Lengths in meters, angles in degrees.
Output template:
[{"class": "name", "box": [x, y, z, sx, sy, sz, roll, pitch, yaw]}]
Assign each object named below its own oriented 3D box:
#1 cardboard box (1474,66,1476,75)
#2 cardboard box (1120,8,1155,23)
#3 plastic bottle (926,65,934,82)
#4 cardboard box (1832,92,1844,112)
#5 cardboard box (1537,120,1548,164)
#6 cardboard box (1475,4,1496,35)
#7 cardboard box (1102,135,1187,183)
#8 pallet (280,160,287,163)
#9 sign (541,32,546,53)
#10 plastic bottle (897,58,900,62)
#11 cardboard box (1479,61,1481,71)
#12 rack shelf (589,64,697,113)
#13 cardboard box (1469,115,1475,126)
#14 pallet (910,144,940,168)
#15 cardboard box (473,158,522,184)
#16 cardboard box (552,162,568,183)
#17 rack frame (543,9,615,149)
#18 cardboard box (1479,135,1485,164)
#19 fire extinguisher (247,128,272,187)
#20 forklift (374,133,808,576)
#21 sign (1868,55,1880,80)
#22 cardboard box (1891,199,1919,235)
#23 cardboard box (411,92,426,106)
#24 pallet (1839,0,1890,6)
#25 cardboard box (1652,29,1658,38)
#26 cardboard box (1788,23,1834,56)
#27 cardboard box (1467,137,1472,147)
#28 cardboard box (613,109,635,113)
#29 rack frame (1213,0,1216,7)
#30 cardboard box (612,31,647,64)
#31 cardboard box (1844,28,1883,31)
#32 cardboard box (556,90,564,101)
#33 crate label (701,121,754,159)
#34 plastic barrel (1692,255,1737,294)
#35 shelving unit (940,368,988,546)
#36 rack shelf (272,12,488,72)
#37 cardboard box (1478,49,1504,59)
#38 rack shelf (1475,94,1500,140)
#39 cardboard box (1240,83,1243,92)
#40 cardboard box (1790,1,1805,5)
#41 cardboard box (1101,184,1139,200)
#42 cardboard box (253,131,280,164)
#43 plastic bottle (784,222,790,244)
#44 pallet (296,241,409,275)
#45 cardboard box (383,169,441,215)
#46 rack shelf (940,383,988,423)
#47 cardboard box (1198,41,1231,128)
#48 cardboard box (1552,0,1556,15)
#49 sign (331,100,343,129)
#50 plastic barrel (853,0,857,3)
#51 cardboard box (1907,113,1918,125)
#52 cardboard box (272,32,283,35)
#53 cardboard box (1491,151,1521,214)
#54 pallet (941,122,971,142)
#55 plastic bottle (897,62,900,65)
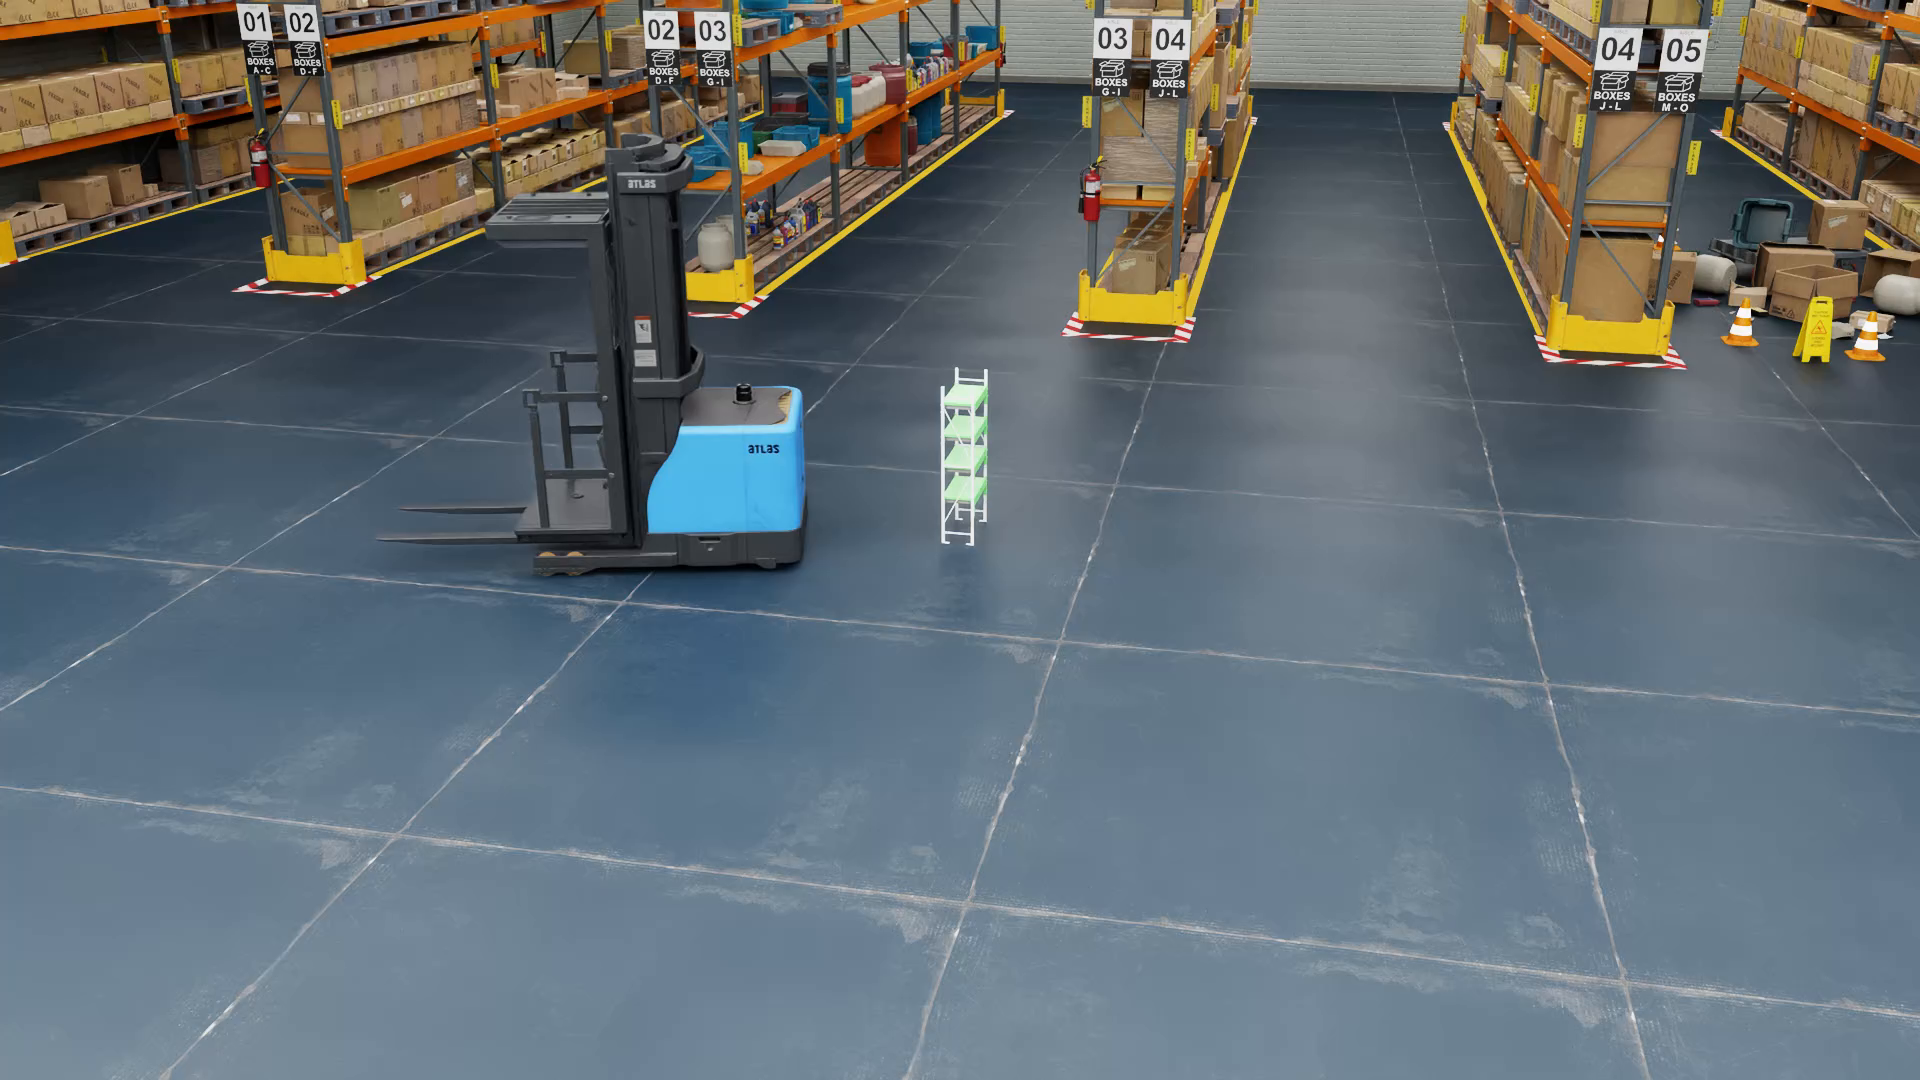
[{"class": "cardboard box", "box": [8.593, -7.652, 27.112, 0.380, 0.149, 0.250, 5, 22, 12]}, {"class": "cardboard box", "box": [1.959, -5.812, 18.422, 0.380, 0.149, 0.250, 5, 22, 12]}, {"class": "plastic bottle", "box": [-0.526, -7.899, 28.116, 0.152, 0.276, 0.135, 4, 22, 11]}, {"class": "cardboard box", "box": [13.281, -6.487, 24.647, 0.500, 0.250, 0.500, 4, 22, 10]}, {"class": "cardboard box", "box": [7.478, -4.792, 20.037, 0.875, 0.550, 0.550, 4, 22, 11]}, {"class": "cardboard box", "box": [9.224, -9.001, 28.816, 0.500, 0.500, 0.500, 5, 22, 12]}, {"class": "cardboard box", "box": [2.030, -4.194, 18.220, 0.875, 0.500, 0.500, 4, 22, 11]}, {"class": "pallet", "box": [-11.185, -6.290, 27.689, 1.003, 0.211, 1.213, 4, 22, 11]}, {"class": "sign", "box": [-6.707, -8.031, 26.836, 0.100, 0.325, 0.005, 4, 22, 11]}, {"class": "plastic bottle", "box": [-1.052, -8.245, 28.977, 0.152, 0.276, 0.135, 4, 22, 11]}, {"class": "cardboard box", "box": [8.435, -7.508, 26.357, 0.380, 0.149, 0.250, 5, 23, 13]}, {"class": "rack shelf", "box": [-5.766, -7.891, 28.894, 1.077, 0.370, 4.000, 4, 22, 11]}, {"class": "cardboard box", "box": [9.049, -7.271, 28.849, 0.380, 0.149, 0.250, 4, 22, 10]}, {"class": "pallet", "box": [-0.955, -6.557, 28.352, 1.003, 0.211, 1.213, 4, 22, 11]}, {"class": "cardboard box", "box": [-6.662, -5.342, 23.970, 0.500, 0.311, 0.500, 5, 22, 11]}, {"class": "cardboard box", "box": [-6.352, -5.641, 25.462, 0.500, 0.250, 0.500, 5, 22, 12]}, {"class": "rack frame", "box": [-6.174, -7.493, 26.943, 1.000, 3.000, 0.127, 4, 22, 11]}, {"class": "cardboard box", "box": [8.564, -6.183, 26.475, 0.500, 0.500, 0.500, 5, 22, 12]}, {"class": "fire extinguisher", "box": [-8.285, -4.524, 19.674, 0.296, 0.674, 0.183, 4, 22, 11]}, {"class": "forklift", "box": [-2.652, -1.306, 11.672, 3.031, 2.935, 1.130, -1, 22, -2]}, {"class": "sign", "box": [12.680, -6.559, 23.075, 0.100, 0.325, 0.005, 4, 22, 11]}, {"class": "cardboard box", "box": [12.796, -4.204, 21.731, 0.950, 0.372, 0.625, 5, 23, 13]}, {"class": "cardboard box", "box": [-7.148, -5.700, 21.489, 0.380, 0.149, 0.250, 5, 23, 13]}, {"class": "pallet", "box": [13.529, -7.934, 24.275, 1.003, 0.211, 1.213, 6, 23, 13]}, {"class": "cardboard box", "box": [7.161, -5.106, 16.641, 0.380, 0.149, 0.250, 5, 22, 11]}, {"class": "cardboard box", "box": [13.867, -8.148, 27.097, 0.500, 0.500, 0.500, 4, 22, 10]}, {"class": "cardboard box", "box": [8.921, -6.826, 28.541, 0.380, 0.149, 0.250, 5, 22, 12]}, {"class": "cardboard box", "box": [-6.006, -7.279, 29.170, 0.500, 0.500, 0.500, 4, 22, 9]}, {"class": "rack frame", "box": [2.707, -8.056, 20.312, 1.000, 3.000, 0.127, 4, 22, 11]}, {"class": "cardboard box", "box": [-5.658, -8.546, 28.863, 0.700, 0.500, 0.500, -1, 22, -3]}, {"class": "cardboard box", "box": [14.195, -7.772, 26.163, 0.500, 0.500, 0.500, 5, 23, 13]}, {"class": "cardboard box", "box": [-6.379, -6.906, 25.822, 0.380, 0.149, 0.250, 6, 23, 15]}, {"class": "crate label", "box": [-2.847, -4.898, 20.454, 0.502, 0.435, 0.616, 4, 22, 11]}, {"class": "plastic barrel", "box": [8.812, -3.132, 19.563, 0.421, 0.421, 0.512, -16, 27, -35]}, {"class": "shelving unit", "box": [0.034, -0.617, 12.280, 0.258, 1.200, 0.503, 4, 22, 11]}, {"class": "rack shelf", "box": [-7.398, -6.356, 21.069, 1.077, 0.370, 4.000, 4, 22, 11]}, {"class": "cardboard box", "box": [8.484, -7.742, 26.541, 0.380, 0.149, 0.250, 4, 22, 10]}, {"class": "rack shelf", "box": [8.766, -6.719, 25.985, 1.077, 0.370, 4.000, 4, 22, 11]}, {"class": "cardboard box", "box": [4.552, -7.644, 29.600, 0.875, 0.875, 0.875, 4, 22, 11]}, {"class": "cardboard box", "box": [14.951, -9.477, 29.528, 0.380, 0.149, 0.250, 5, 22, 12]}, {"class": "cardboard box", "box": [1.747, -3.814, 18.145, 0.380, 0.149, 0.250, 4, 22, 11]}, {"class": "cardboard box", "box": [-11.413, -6.283, 26.696, 0.700, 0.500, 0.500, 4, 22, 11]}, {"class": "plastic bottle", "box": [-2.213, -3.891, 21.064, 0.097, 0.271, 0.097, 0, 22, 0]}, {"class": "pallet", "box": [-7.691, -3.557, 20.902, 1.003, 0.211, 1.213, 4, 22, 11]}, {"class": "cardboard box", "box": [-7.171, -4.562, 21.780, 0.500, 0.500, 0.500, 4, 22, 11]}, {"class": "rack shelf", "box": [0.034, -1.003, 12.124, 0.258, 0.148, 0.480, 4, 22, 11]}, {"class": "cardboard box", "box": [3.006, -6.027, 21.937, 1.000, 1.000, 1.000, 5, 22, 11]}, {"class": "cardboard box", "box": [7.084, -6.172, 19.290, 0.380, 0.149, 0.250, 5, 22, 11]}, {"class": "sign", "box": [-7.264, -4.961, 19.392, 0.100, 0.325, 0.005, 4, 22, 11]}, {"class": "plastic barrel", "box": [-1.706, -8.454, 24.644, 0.600, 0.901, 0.600, 0, 22, 0]}, {"class": "cardboard box", "box": [12.736, -5.564, 21.928, 0.380, 0.149, 0.250, 6, 23, 14]}, {"class": "cardboard box", "box": [-11.117, -8.173, 27.042, 0.380, 0.149, 0.250, 1, 22, 2]}, {"class": "cardboard box", "box": [7.971, -4.937, 23.046, 1.050, 0.750, 0.750, 5, 22, 12]}, {"class": "pallet", "box": [-0.397, -7.555, 30.831, 1.003, 0.211, 1.213, 4, 22, 11]}, {"class": "plastic bottle", "box": [-1.017, -8.029, 28.440, 0.152, 0.276, 0.135, 4, 22, 11]}]
